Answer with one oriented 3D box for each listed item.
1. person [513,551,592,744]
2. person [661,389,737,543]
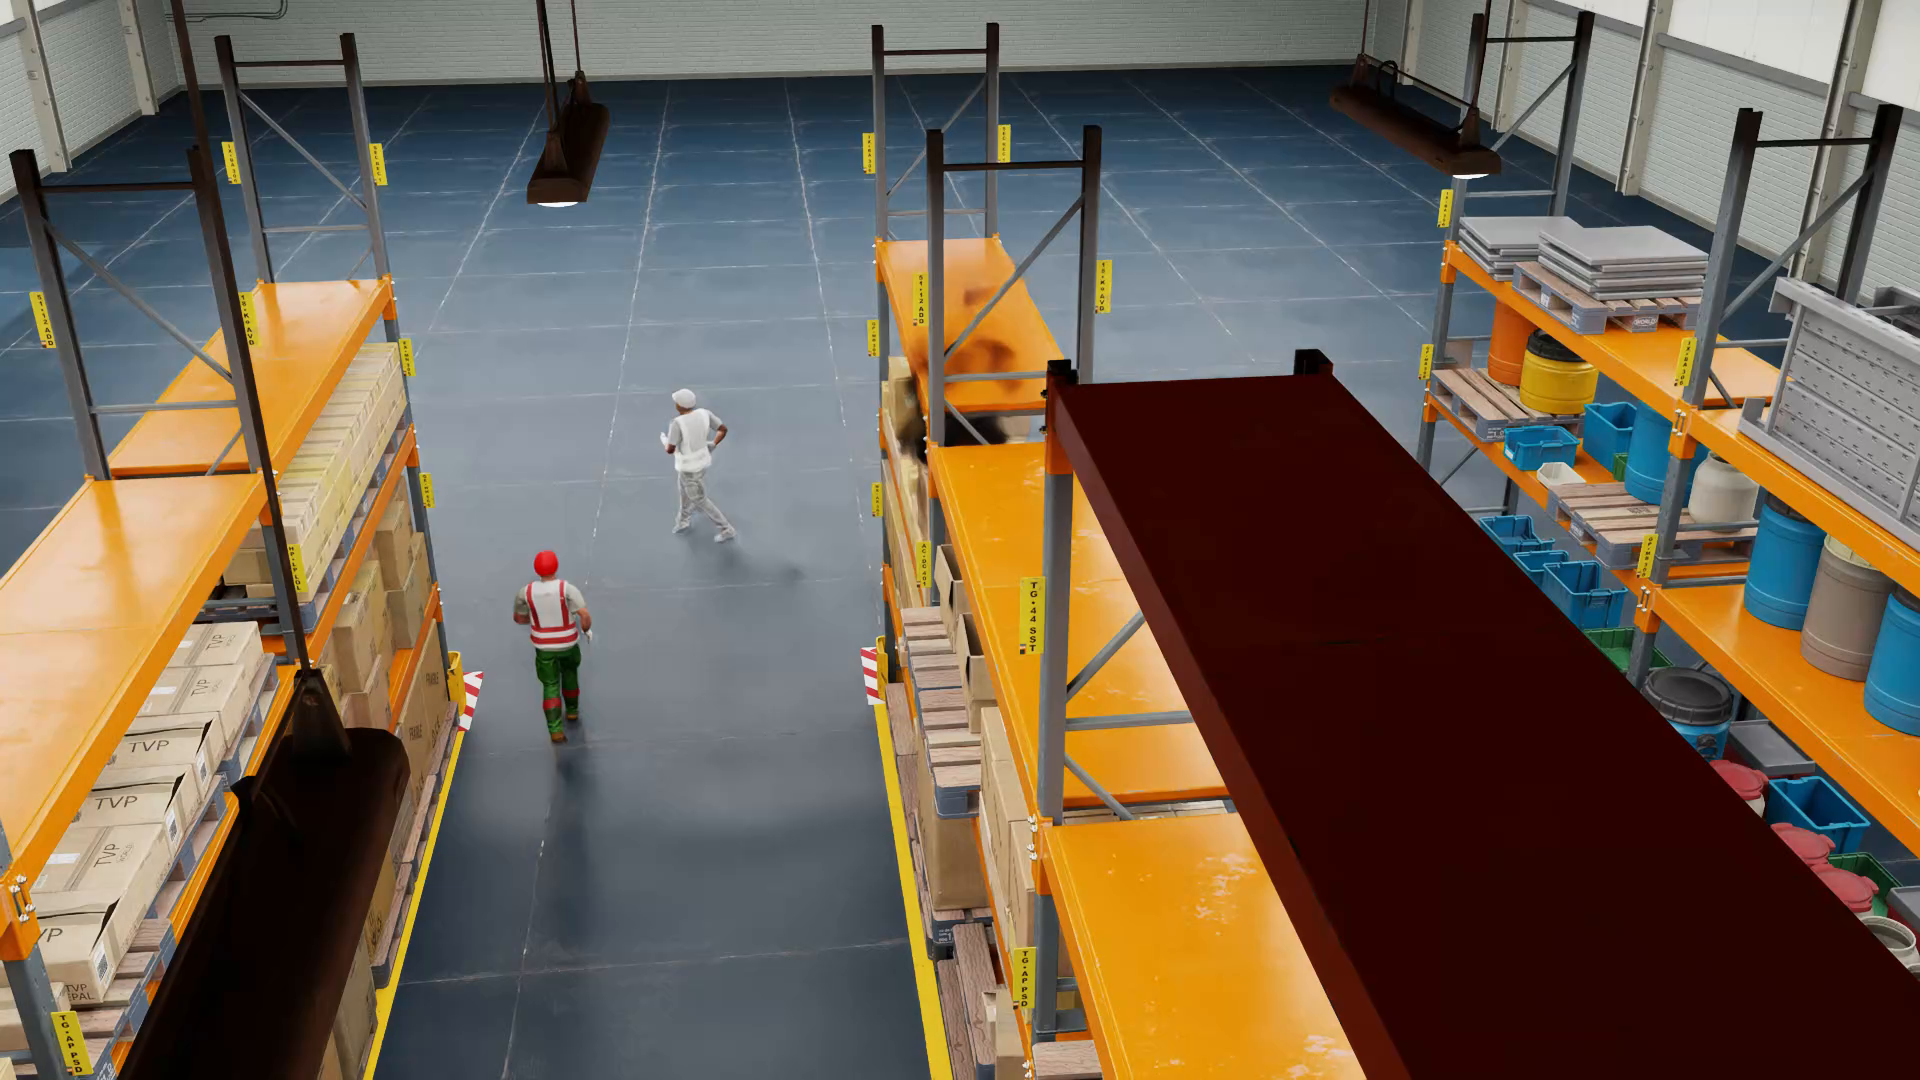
[{"bbox_3d":[-3.521,0.927,14.477,0.661,1.806,0.929,-5,26,-10],"label":"person"},{"bbox_3d":[-2.876,-0.751,18.046,0.999,1.836,0.646,13,28,24],"label":"person"}]
